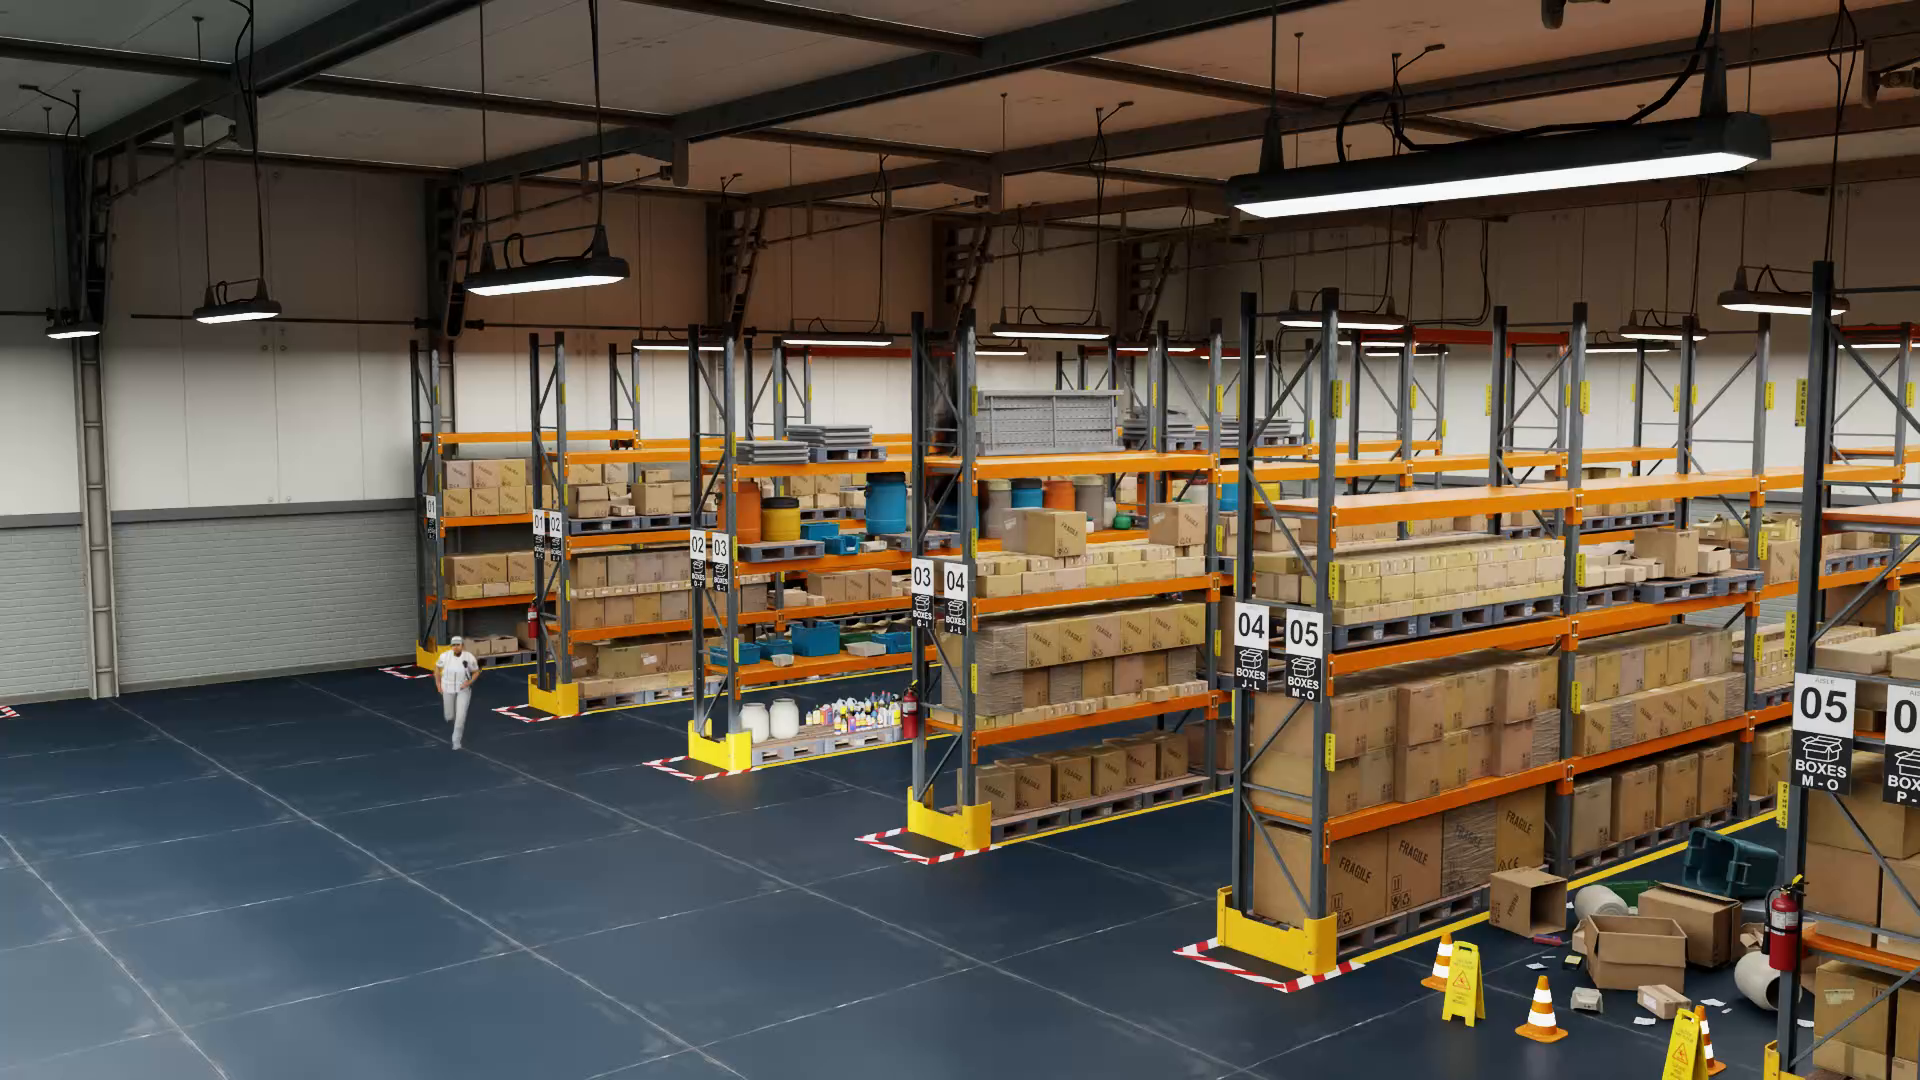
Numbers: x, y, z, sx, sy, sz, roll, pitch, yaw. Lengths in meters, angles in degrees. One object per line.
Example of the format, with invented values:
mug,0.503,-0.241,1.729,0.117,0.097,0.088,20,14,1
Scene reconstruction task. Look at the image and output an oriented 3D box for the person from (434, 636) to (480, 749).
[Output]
person,-7.235,2.174,23.912,0.621,1.629,0.663,-1,5,-8
